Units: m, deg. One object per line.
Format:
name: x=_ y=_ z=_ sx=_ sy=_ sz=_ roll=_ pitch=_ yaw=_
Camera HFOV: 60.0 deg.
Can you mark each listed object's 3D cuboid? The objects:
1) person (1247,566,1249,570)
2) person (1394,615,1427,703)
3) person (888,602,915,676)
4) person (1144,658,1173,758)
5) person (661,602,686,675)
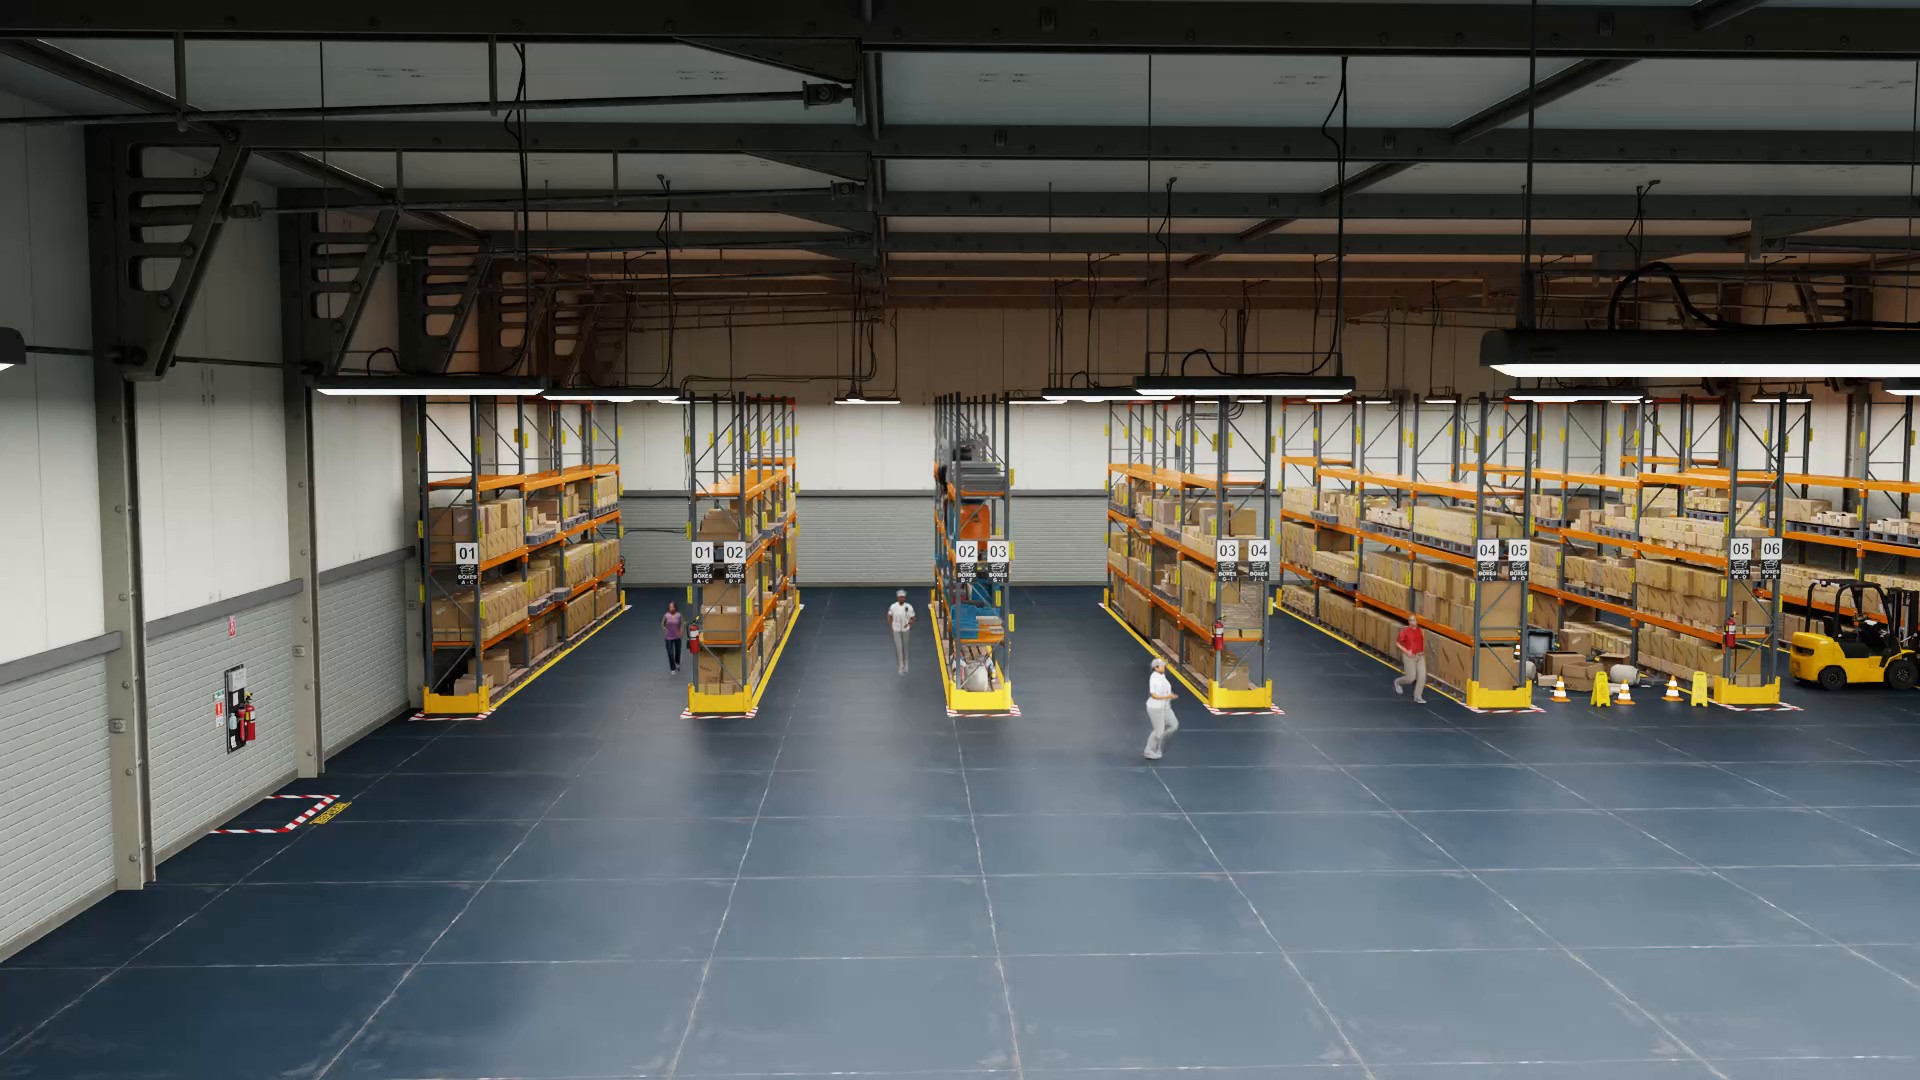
person: x=7.884 y=1.072 z=47.387 sx=0.729 sy=1.702 sz=0.953 roll=2 pitch=5 yaw=28
person: x=8.785 y=2.296 z=32.246 sx=0.662 sy=1.677 sz=0.795 roll=-2 pitch=5 yaw=-21
person: x=-1.196 y=2.004 z=33.977 sx=0.546 sy=1.458 sz=0.729 roll=0 pitch=5 yaw=0
person: x=3.211 y=2.739 z=27.039 sx=0.427 sy=1.647 sz=0.567 roll=2 pitch=5 yaw=23
person: x=-6.098 y=2.107 z=35.364 sx=0.526 sy=1.556 sz=0.536 roll=-1 pitch=5 yaw=-8
